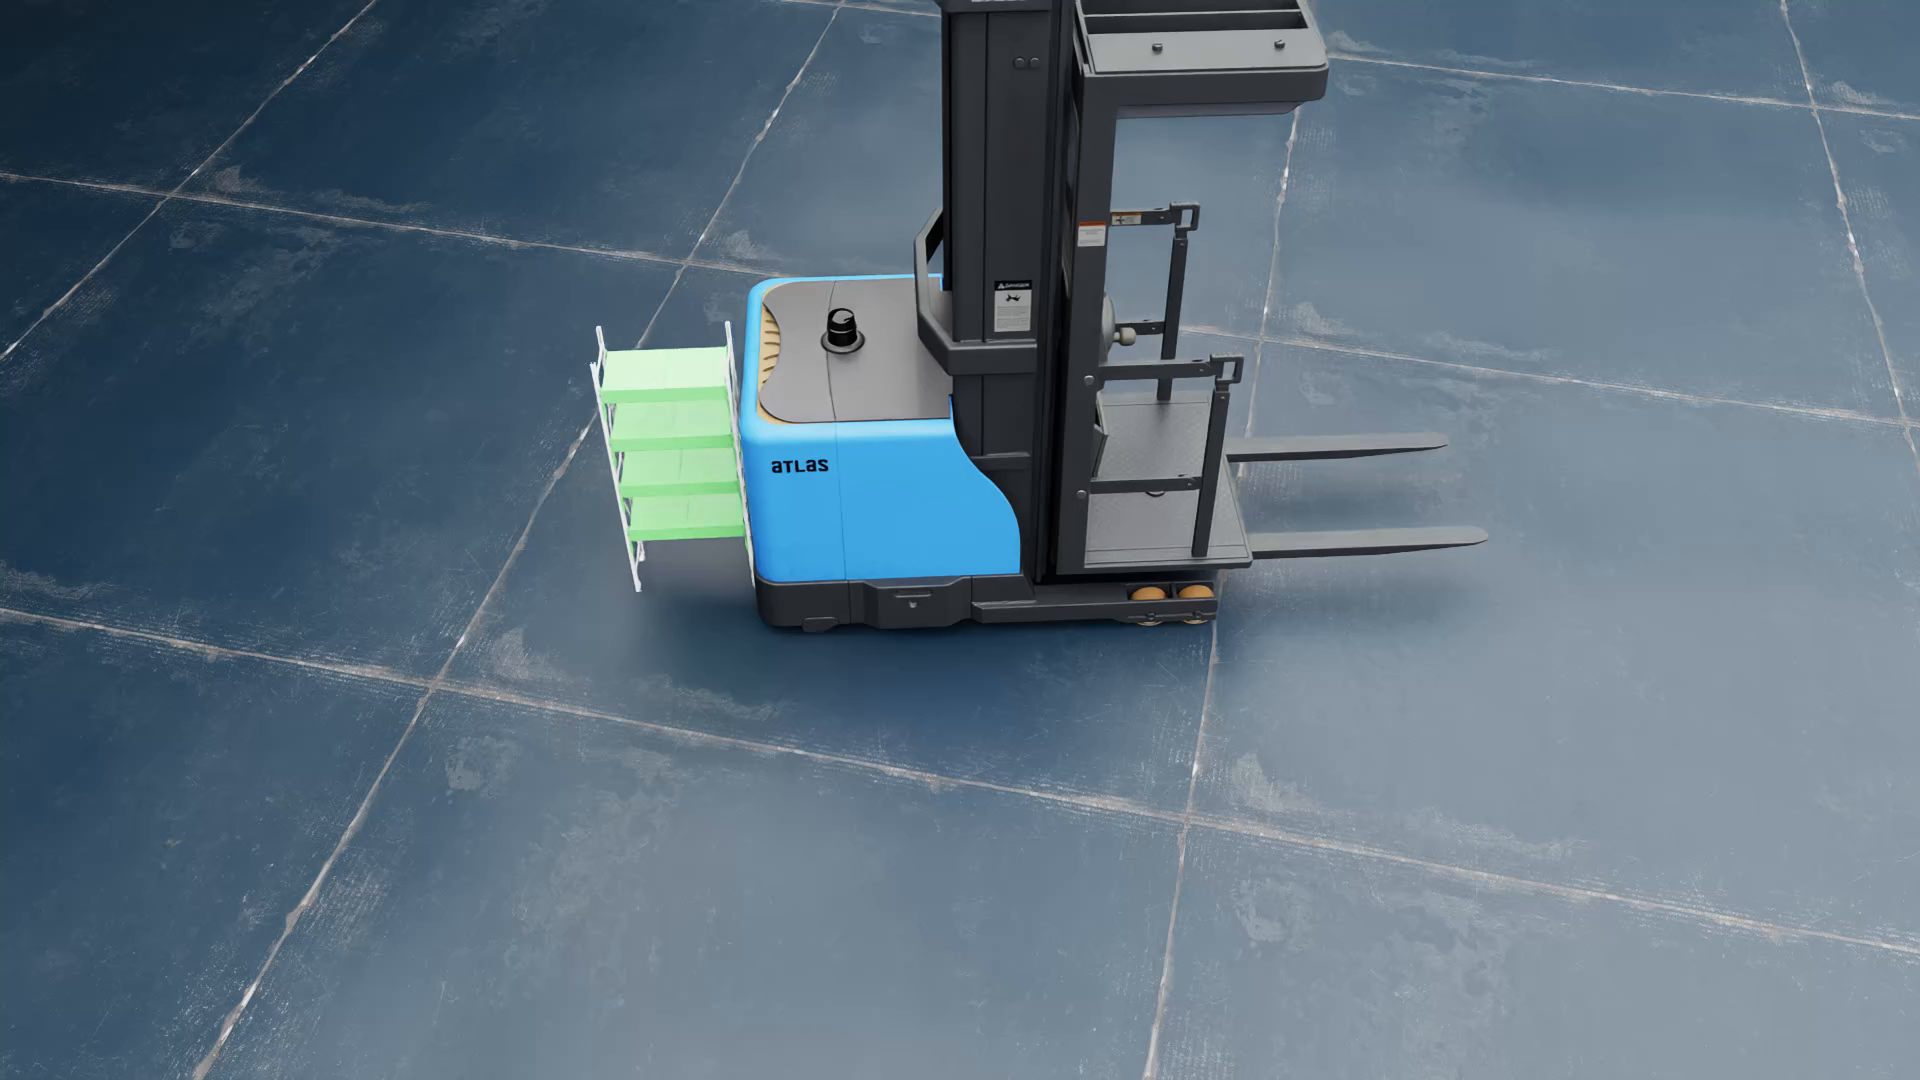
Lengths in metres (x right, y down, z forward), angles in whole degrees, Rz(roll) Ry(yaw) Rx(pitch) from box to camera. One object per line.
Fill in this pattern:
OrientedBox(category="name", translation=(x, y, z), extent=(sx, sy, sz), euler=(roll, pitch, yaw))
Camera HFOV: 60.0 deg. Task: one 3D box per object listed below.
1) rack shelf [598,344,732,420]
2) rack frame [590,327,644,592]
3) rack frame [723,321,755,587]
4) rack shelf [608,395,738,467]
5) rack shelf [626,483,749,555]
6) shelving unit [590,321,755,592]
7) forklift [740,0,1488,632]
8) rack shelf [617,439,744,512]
OrientedBox(category="rack shelf", translation=(-1.122, -0.607, 6.373), extent=(0.480, 0.148, 0.258), euler=(-3, 44, -2))
OrientedBox(category="rack frame", translation=(-1.363, -0.296, 6.652), extent=(0.015, 1.200, 0.240), euler=(-3, 44, -2))
OrientedBox(category="rack frame", translation=(-0.875, -0.318, 6.670), extent=(0.015, 1.200, 0.240), euler=(-3, 44, -2))
OrientedBox(category="rack shelf", translation=(-1.120, -0.434, 6.539), extent=(0.480, 0.148, 0.258), euler=(-3, 44, -2))
OrientedBox(category="rack shelf", translation=(-1.117, -0.088, 6.872), extent=(0.480, 0.148, 0.258), euler=(-3, 44, -2))
OrientedBox(category="shelving unit", translation=(-1.119, -0.307, 6.661), extent=(0.503, 1.200, 0.258), euler=(-3, 44, -2))
OrientedBox(category="forklift", translation=(0.662, -1.070, 6.209), extent=(3.031, 2.935, 1.130), euler=(-2, 44, -2))
OrientedBox(category="rack shelf", translation=(-1.119, -0.261, 6.706), extent=(0.480, 0.148, 0.258), euler=(-3, 44, -2))
